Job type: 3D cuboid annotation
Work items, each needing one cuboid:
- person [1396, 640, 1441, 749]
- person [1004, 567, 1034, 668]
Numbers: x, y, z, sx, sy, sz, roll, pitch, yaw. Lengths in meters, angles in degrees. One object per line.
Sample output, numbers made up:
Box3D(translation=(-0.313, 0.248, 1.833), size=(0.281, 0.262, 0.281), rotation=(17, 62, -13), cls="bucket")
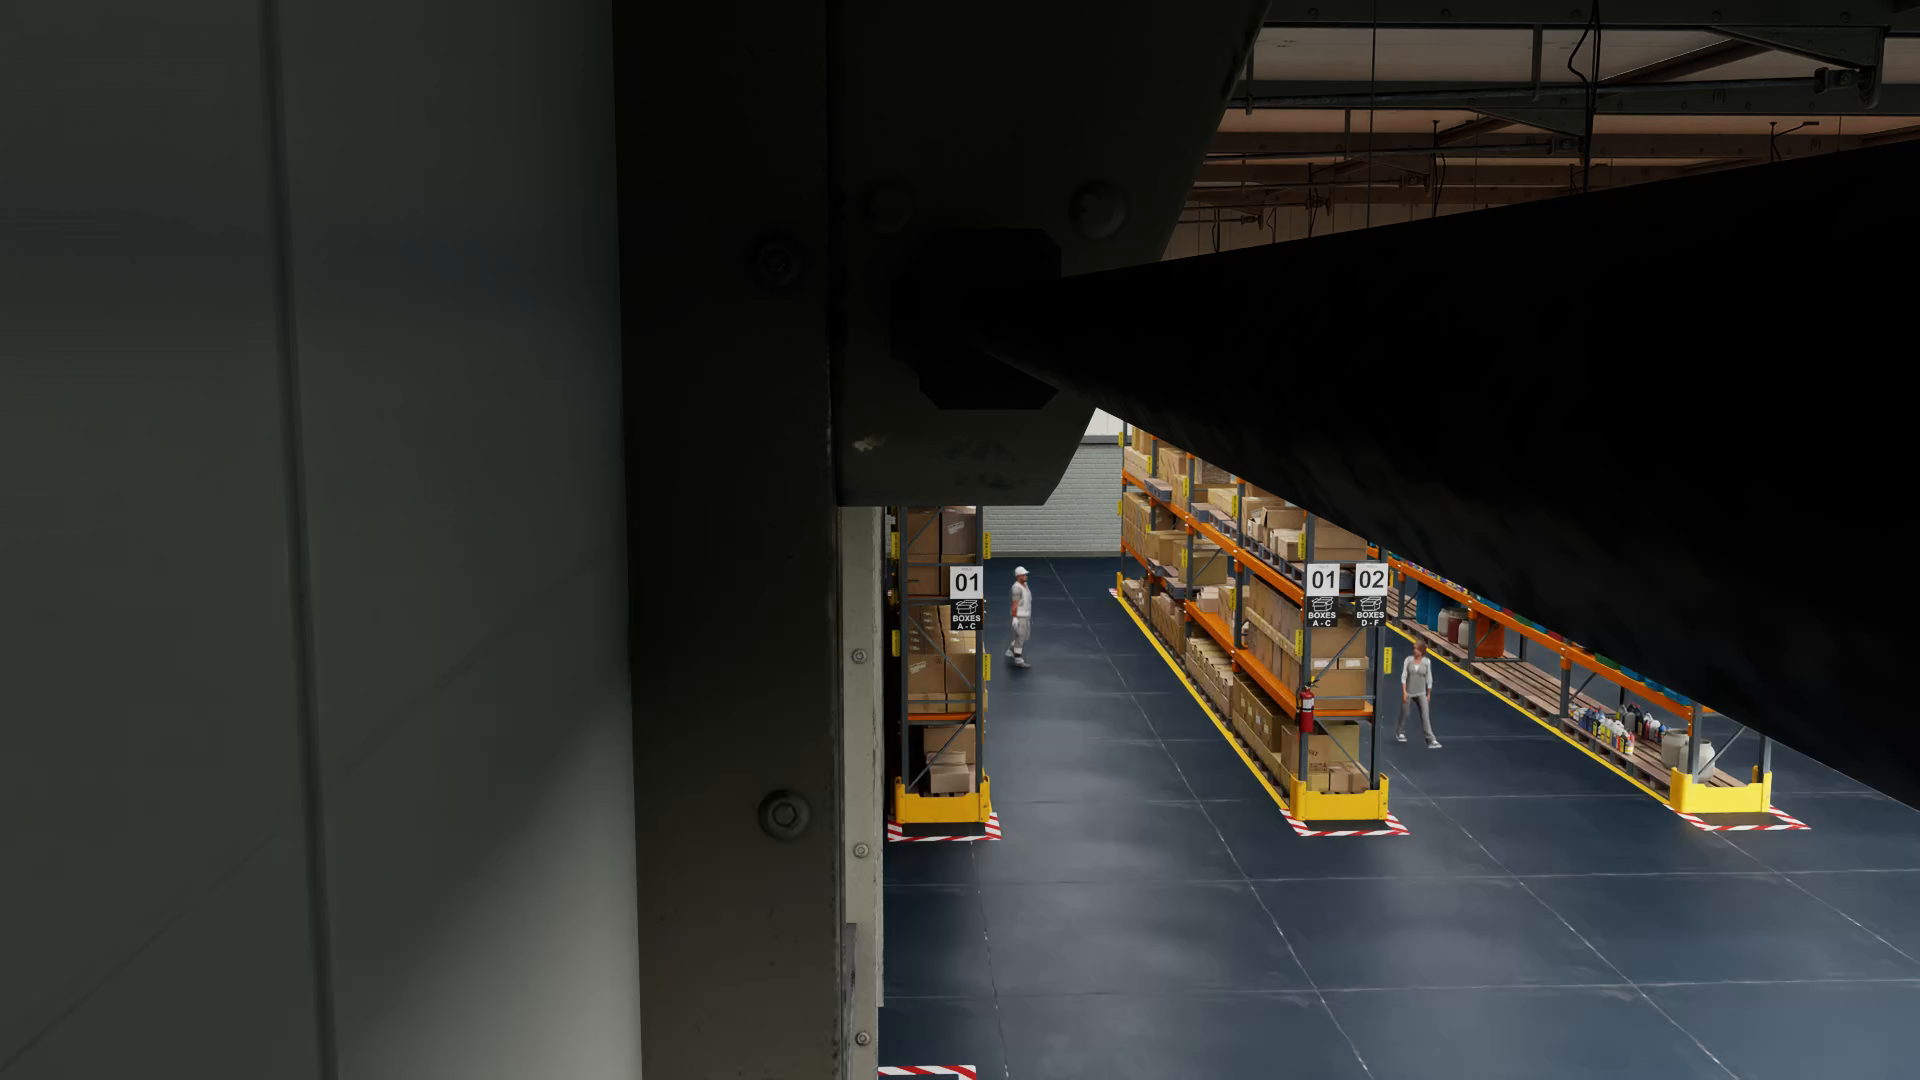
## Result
Box3D(translation=(6.550, 2.212, 23.794), size=(0.475, 1.538, 0.999), rotation=(-1, 8, -6), cls="person")
Box3D(translation=(1.020, 1.346, 29.243), size=(0.511, 1.792, 0.601), rotation=(3, 9, 19), cls="person")
